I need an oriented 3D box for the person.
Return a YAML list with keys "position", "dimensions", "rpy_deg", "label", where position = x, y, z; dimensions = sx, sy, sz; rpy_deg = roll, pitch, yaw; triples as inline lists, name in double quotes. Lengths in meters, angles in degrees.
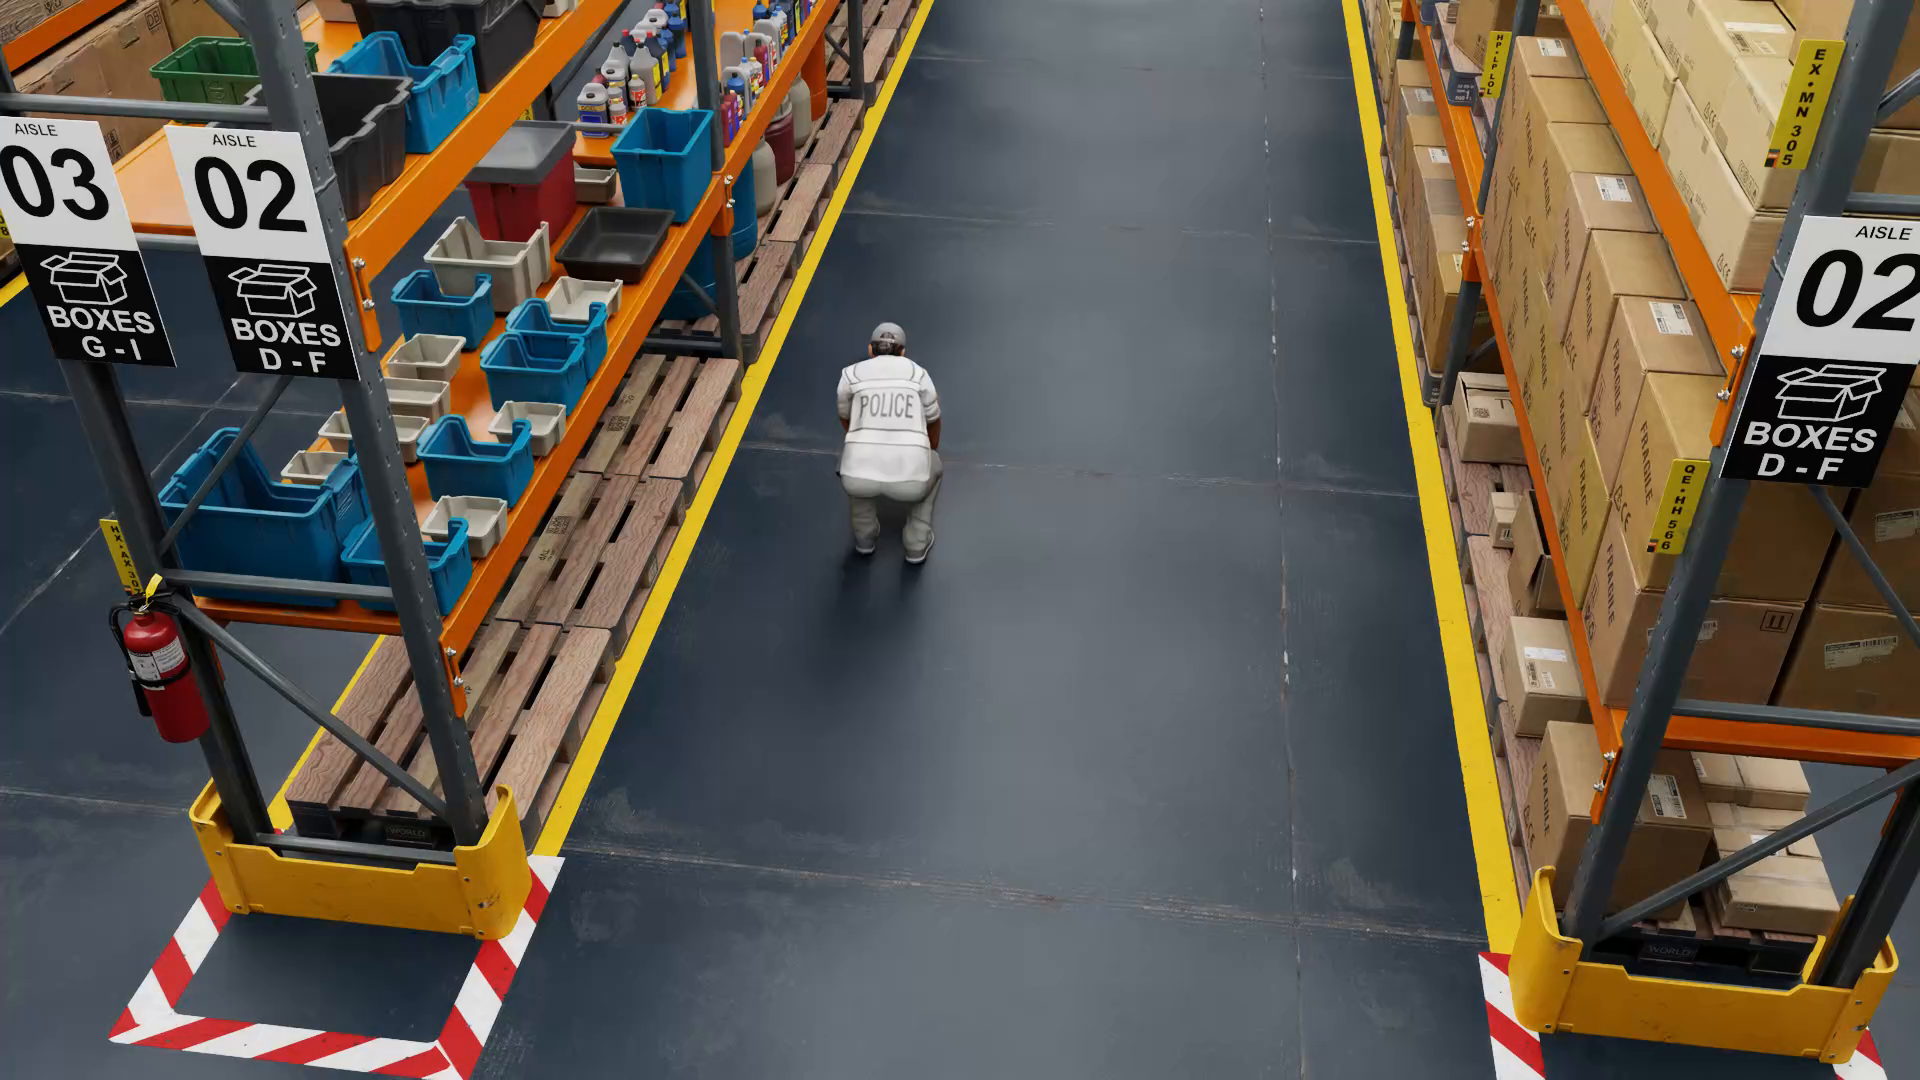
- position: [-0.359, -0.442, 8.152]
  dimensions: [0.532, 1.061, 0.832]
  rpy_deg: [4, 37, 6]
  label: "person"
